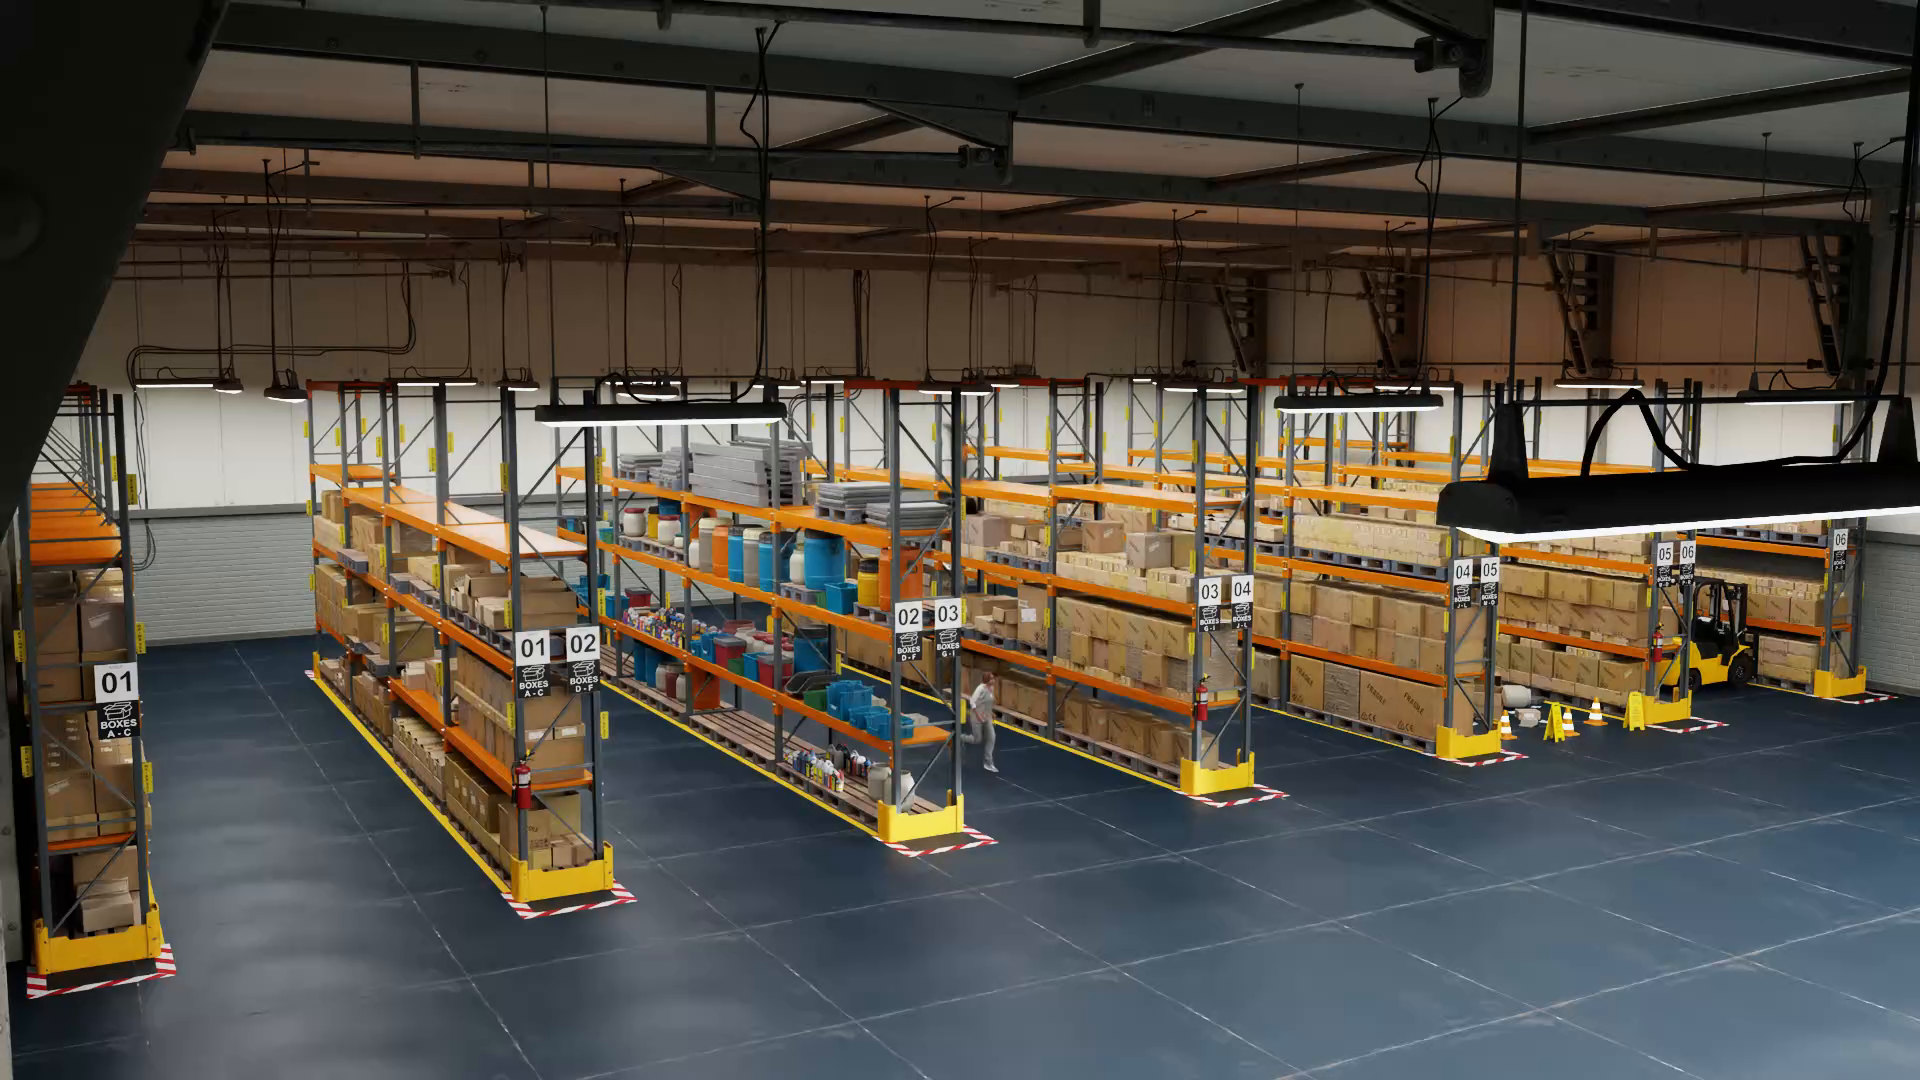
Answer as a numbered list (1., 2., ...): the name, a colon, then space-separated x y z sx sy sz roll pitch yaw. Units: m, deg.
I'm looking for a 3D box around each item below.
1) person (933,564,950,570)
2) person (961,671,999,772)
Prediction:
1. person: -0.495 1.124 41.291 0.681 1.656 0.730 4 7 35
2. person: 0.284 2.811 26.031 0.856 1.583 0.543 5 8 41
